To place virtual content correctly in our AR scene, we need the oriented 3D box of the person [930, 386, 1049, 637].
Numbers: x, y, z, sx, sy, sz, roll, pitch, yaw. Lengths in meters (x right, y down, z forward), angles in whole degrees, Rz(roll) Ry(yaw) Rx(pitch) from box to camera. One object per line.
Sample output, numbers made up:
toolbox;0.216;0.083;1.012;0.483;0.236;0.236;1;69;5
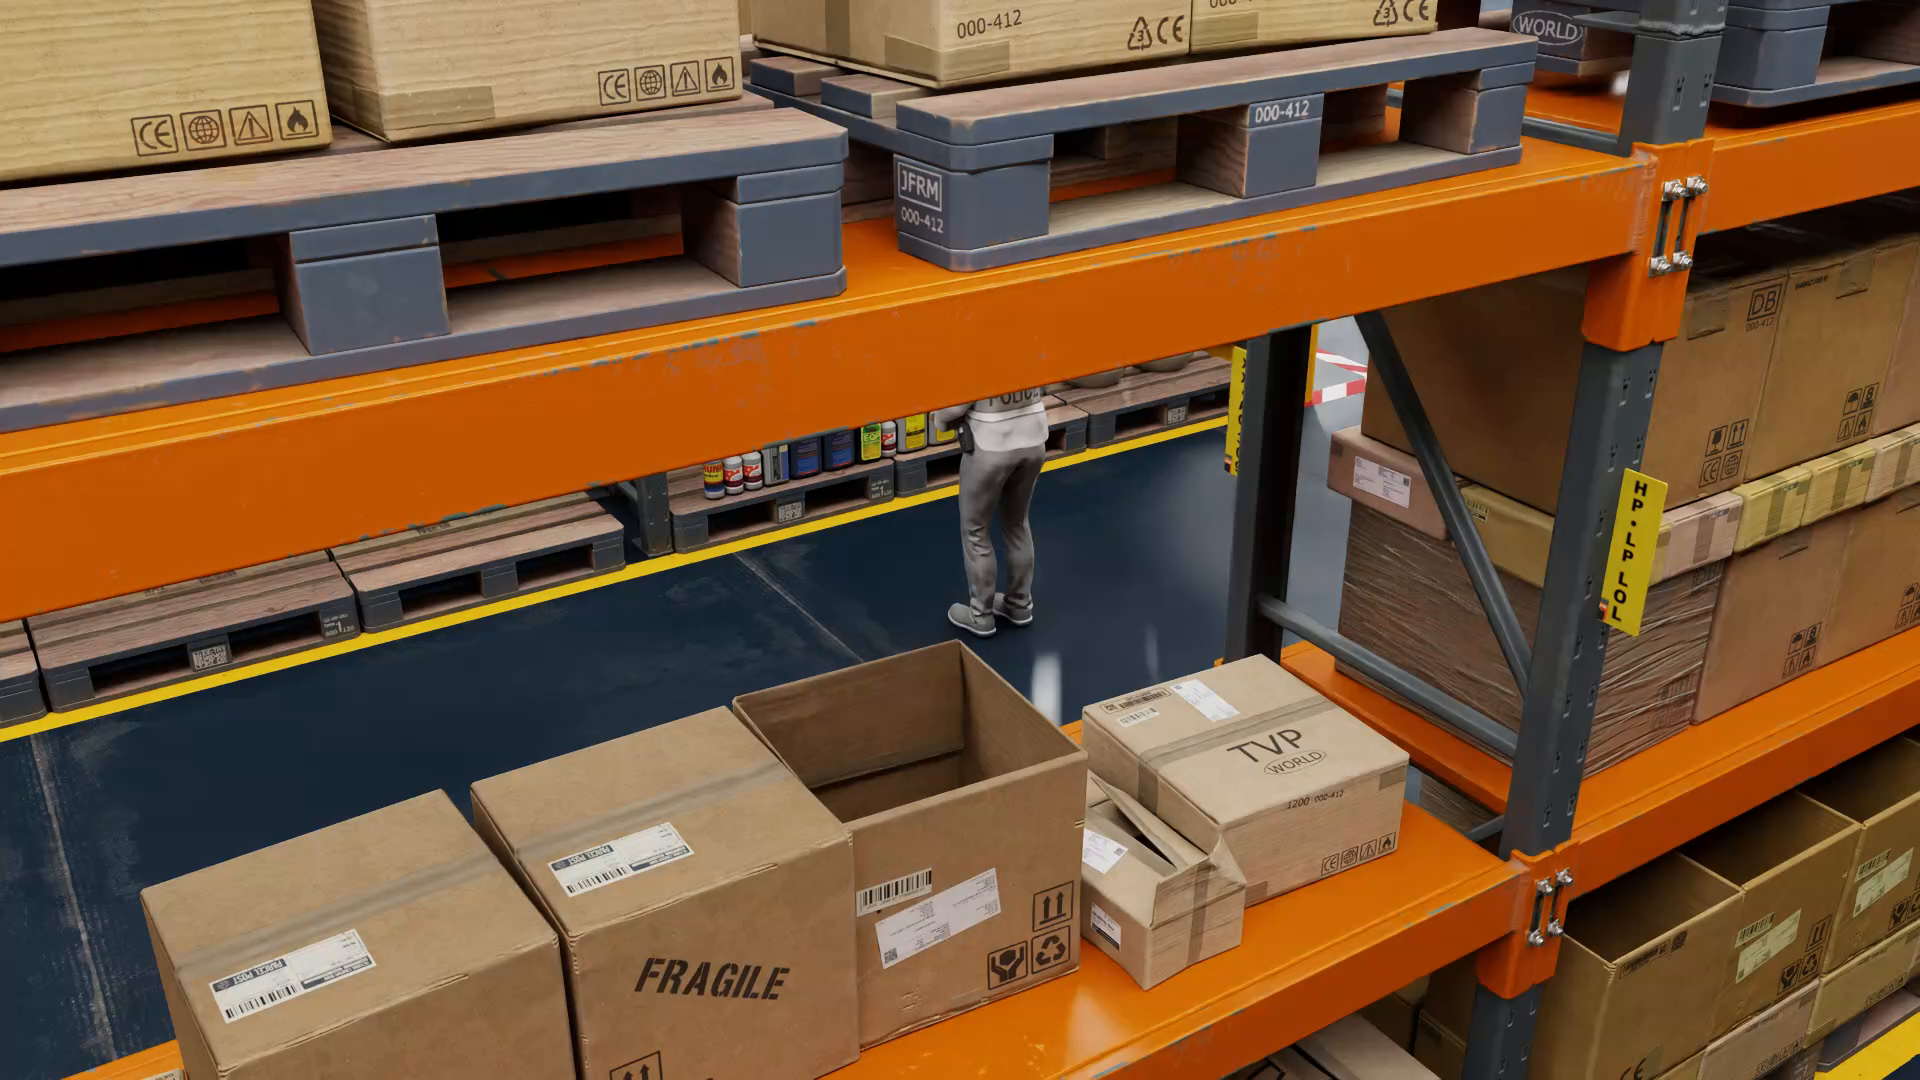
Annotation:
person;0.137;-0.398;6.920;0.461;1.687;0.562;-15;29;-29
